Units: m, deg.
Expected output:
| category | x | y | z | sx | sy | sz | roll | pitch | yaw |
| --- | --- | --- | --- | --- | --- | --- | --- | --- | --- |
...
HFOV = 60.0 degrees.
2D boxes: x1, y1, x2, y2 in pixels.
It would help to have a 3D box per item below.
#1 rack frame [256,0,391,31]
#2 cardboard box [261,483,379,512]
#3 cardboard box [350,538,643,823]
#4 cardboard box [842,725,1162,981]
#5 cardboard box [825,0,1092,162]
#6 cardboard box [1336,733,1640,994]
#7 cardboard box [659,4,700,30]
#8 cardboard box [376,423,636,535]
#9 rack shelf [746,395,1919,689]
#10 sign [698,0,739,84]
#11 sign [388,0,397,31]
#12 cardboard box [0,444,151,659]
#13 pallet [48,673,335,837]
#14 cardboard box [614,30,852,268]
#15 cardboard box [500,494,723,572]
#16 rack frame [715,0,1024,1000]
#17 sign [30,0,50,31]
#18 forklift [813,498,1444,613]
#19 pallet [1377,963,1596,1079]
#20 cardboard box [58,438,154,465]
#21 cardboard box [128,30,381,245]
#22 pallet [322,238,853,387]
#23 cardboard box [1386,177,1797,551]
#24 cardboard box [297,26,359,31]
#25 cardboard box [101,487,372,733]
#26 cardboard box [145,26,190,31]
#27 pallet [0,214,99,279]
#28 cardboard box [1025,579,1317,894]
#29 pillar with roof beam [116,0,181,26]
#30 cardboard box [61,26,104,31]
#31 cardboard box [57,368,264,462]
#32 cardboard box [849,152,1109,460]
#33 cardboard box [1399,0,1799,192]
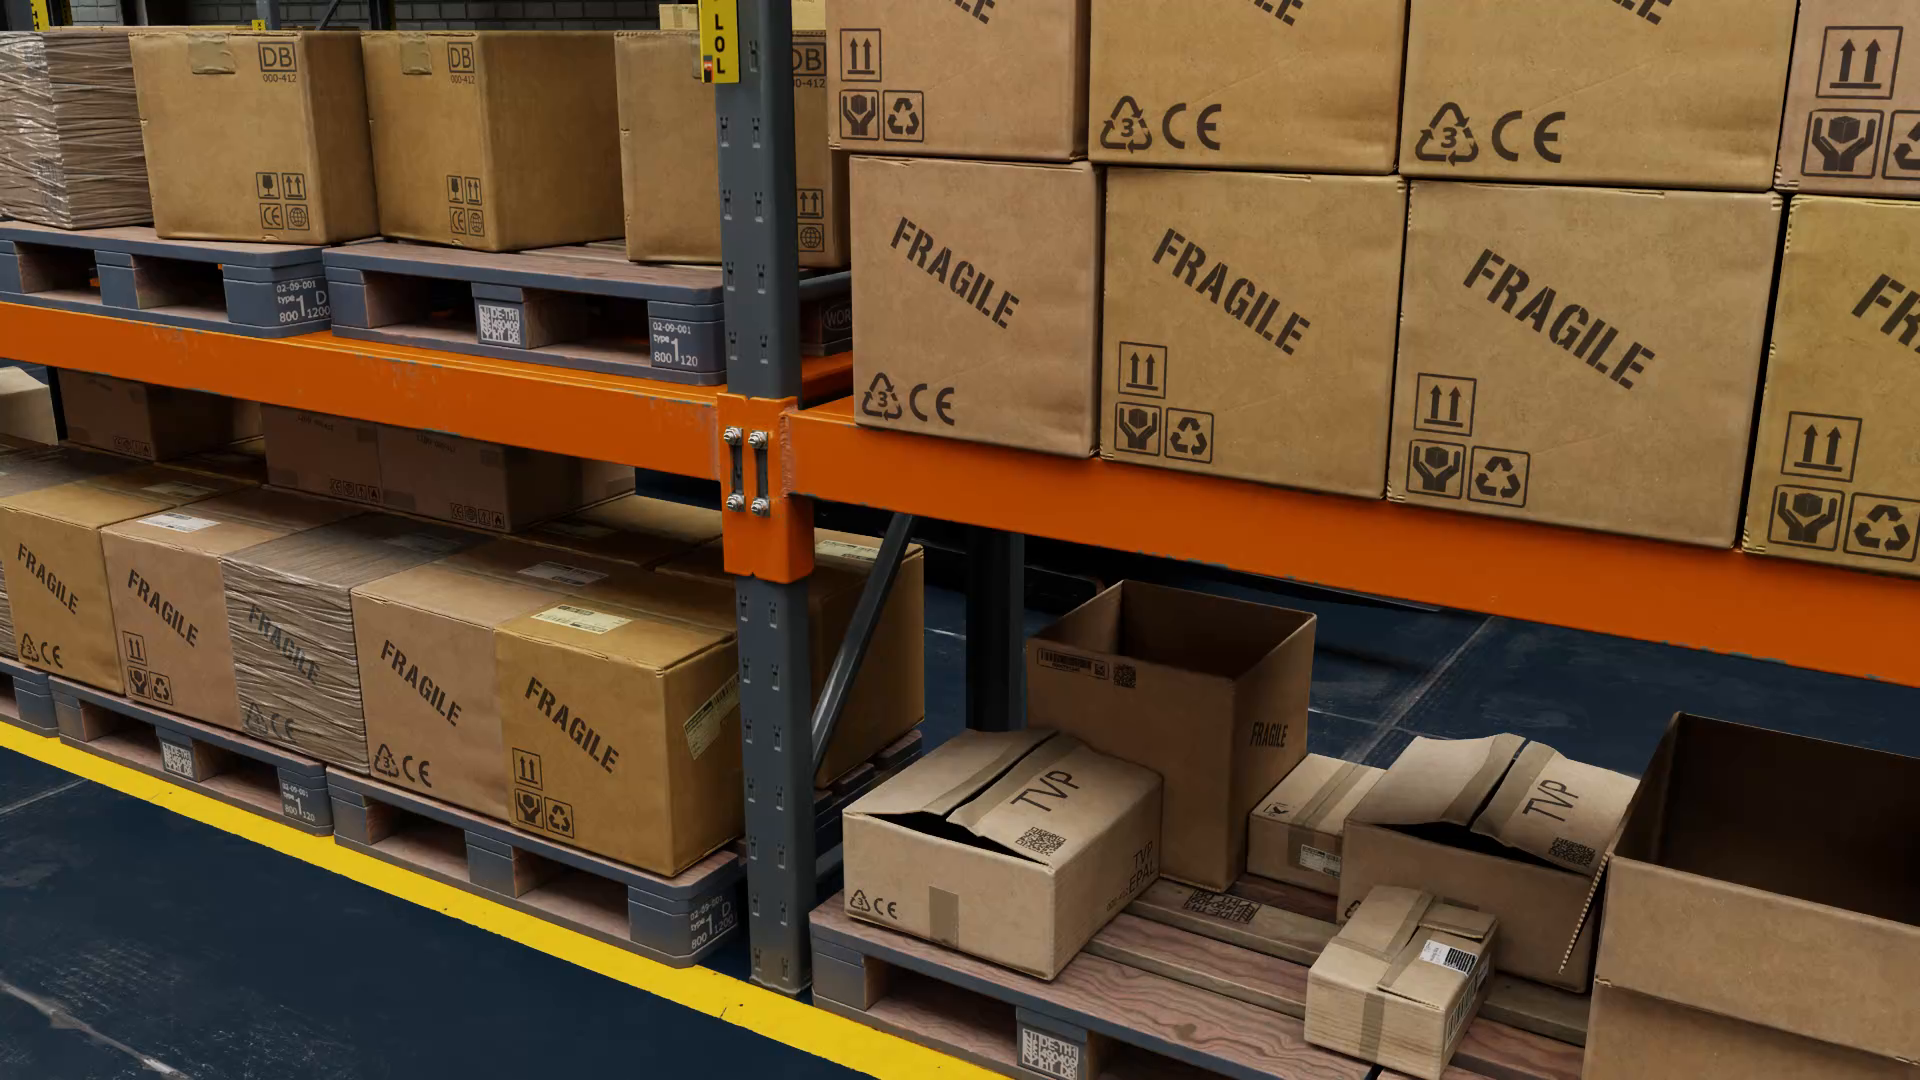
| category | x | y | z | sx | sy | sz | roll | pitch | yaw |
| --- | --- | --- | --- | --- | --- | --- | --- | --- | --- |
| rack frame | -4.376 | -3.016 | 11.650 | 0.127 | 3.000 | 1.000 | 10 | 20 | 30 |
| cardboard box | -1.745 | 0.046 | 5.112 | 0.500 | 0.500 | 0.500 | 9 | 19 | 28 |
| cardboard box | -1.135 | 0.332 | 4.170 | 0.500 | 0.500 | 0.500 | 10 | 20 | 30 |
| cardboard box | 0.097 | 0.621 | 3.544 | 0.500 | 0.311 | 0.500 | 10 | 20 | 30 |
| cardboard box | 0.106 | -0.957 | 2.978 | 0.500 | 0.500 | 0.500 | 11 | 20 | 31 |
| cardboard box | 1.125 | 0.635 | 3.501 | 0.500 | 0.311 | 0.500 | 10 | 20 | 30 |
| cardboard box | -1.559 | -3.067 | 9.772 | 0.250 | 0.149 | 0.380 | 7 | 18 | 21 |
| cardboard box | -1.285 | -0.231 | 4.735 | 0.500 | 0.250 | 0.500 | 10 | 20 | 30 |
| rack shelf | 1.556 | 0.076 | 2.706 | 4.000 | 0.370 | 1.077 | 10 | 20 | 30 |
| sign | -0.435 | -0.988 | 2.981 | 0.005 | 0.325 | 0.100 | 10 | 20 | 30 |
| sign | -4.088 | -3.708 | 11.936 | 0.005 | 0.325 | 0.100 | 10 | 20 | 30 |
| cardboard box | -2.869 | 0.023 | 5.187 | 0.500 | 0.500 | 0.500 | 9 | 19 | 28 |
| pallet | -1.905 | 0.463 | 4.995 | 1.213 | 0.211 | 1.003 | 10 | 20 | 30 |
| cardboard box | -0.435 | -0.948 | 3.947 | 0.500 | 0.500 | 0.700 | 4 | 17 | 12 |
| cardboard box | -0.893 | 0.201 | 4.602 | 0.500 | 0.500 | 0.500 | 10 | 20 | 31 |
| rack frame | -0.148 | -0.572 | 3.603 | 0.127 | 3.000 | 1.000 | 10 | 20 | 30 |
| sign | -3.280 | -1.832 | 5.897 | 0.005 | 0.325 | 0.100 | 10 | 20 | 30 |
| forklift | 0.509 | -1.295 | 6.101 | 3.031 | 2.935 | 1.130 | 12 | 21 | 34 |
| pallet | 1.480 | 1.052 | 3.054 | 1.213 | 0.211 | 1.003 | 10 | 20 | 30 |
| cardboard box | -2.637 | -0.111 | 5.629 | 0.500 | 0.500 | 0.500 | 11 | 20 | 32 |
| cardboard box | -1.686 | -1.074 | 4.362 | 0.500 | 0.500 | 0.700 | 5 | 18 | 16 |
| pallet | -0.772 | -0.629 | 4.120 | 1.213 | 0.211 | 1.003 | 10 | 20 | 30 |
| cardboard box | 1.007 | -0.321 | 2.605 | 0.500 | 0.500 | 0.500 | 10 | 20 | 30 |
| cardboard box | -4.667 | -3.436 | 11.966 | 0.500 | 0.500 | 0.500 | 10 | 19 | 29 |
| cardboard box | -1.997 | 0.179 | 4.675 | 0.500 | 0.500 | 0.500 | 9 | 19 | 28 |
| cardboard box | -5.369 | -3.383 | 11.790 | 0.500 | 0.500 | 0.500 | 10 | 20 | 30 |
| pallet | -2.942 | -1.003 | 5.352 | 1.003 | 0.211 | 1.213 | 10 | 20 | 30 |
| cardboard box | 0.486 | 0.430 | 3.849 | 0.500 | 0.500 | 0.500 | 10 | 20 | 30 |
| pillar with roof beam | -8.988 | -5.537 | 9.626 | 0.400 | 9.000 | 9.100 | 10 | 20 | 30 |
| cardboard box | -6.236 | -3.541 | 12.311 | 0.500 | 0.500 | 0.500 | 11 | 20 | 32 |
| cardboard box | -2.586 | -0.462 | 5.495 | 0.500 | 0.250 | 0.500 | 11 | 20 | 32 |
| cardboard box | 0.144 | -0.475 | 3.111 | 0.500 | 0.500 | 0.500 | 11 | 20 | 31 |
| cardboard box | 0.984 | -0.800 | 2.462 | 0.500 | 0.500 | 0.500 | 9 | 19 | 28 |
